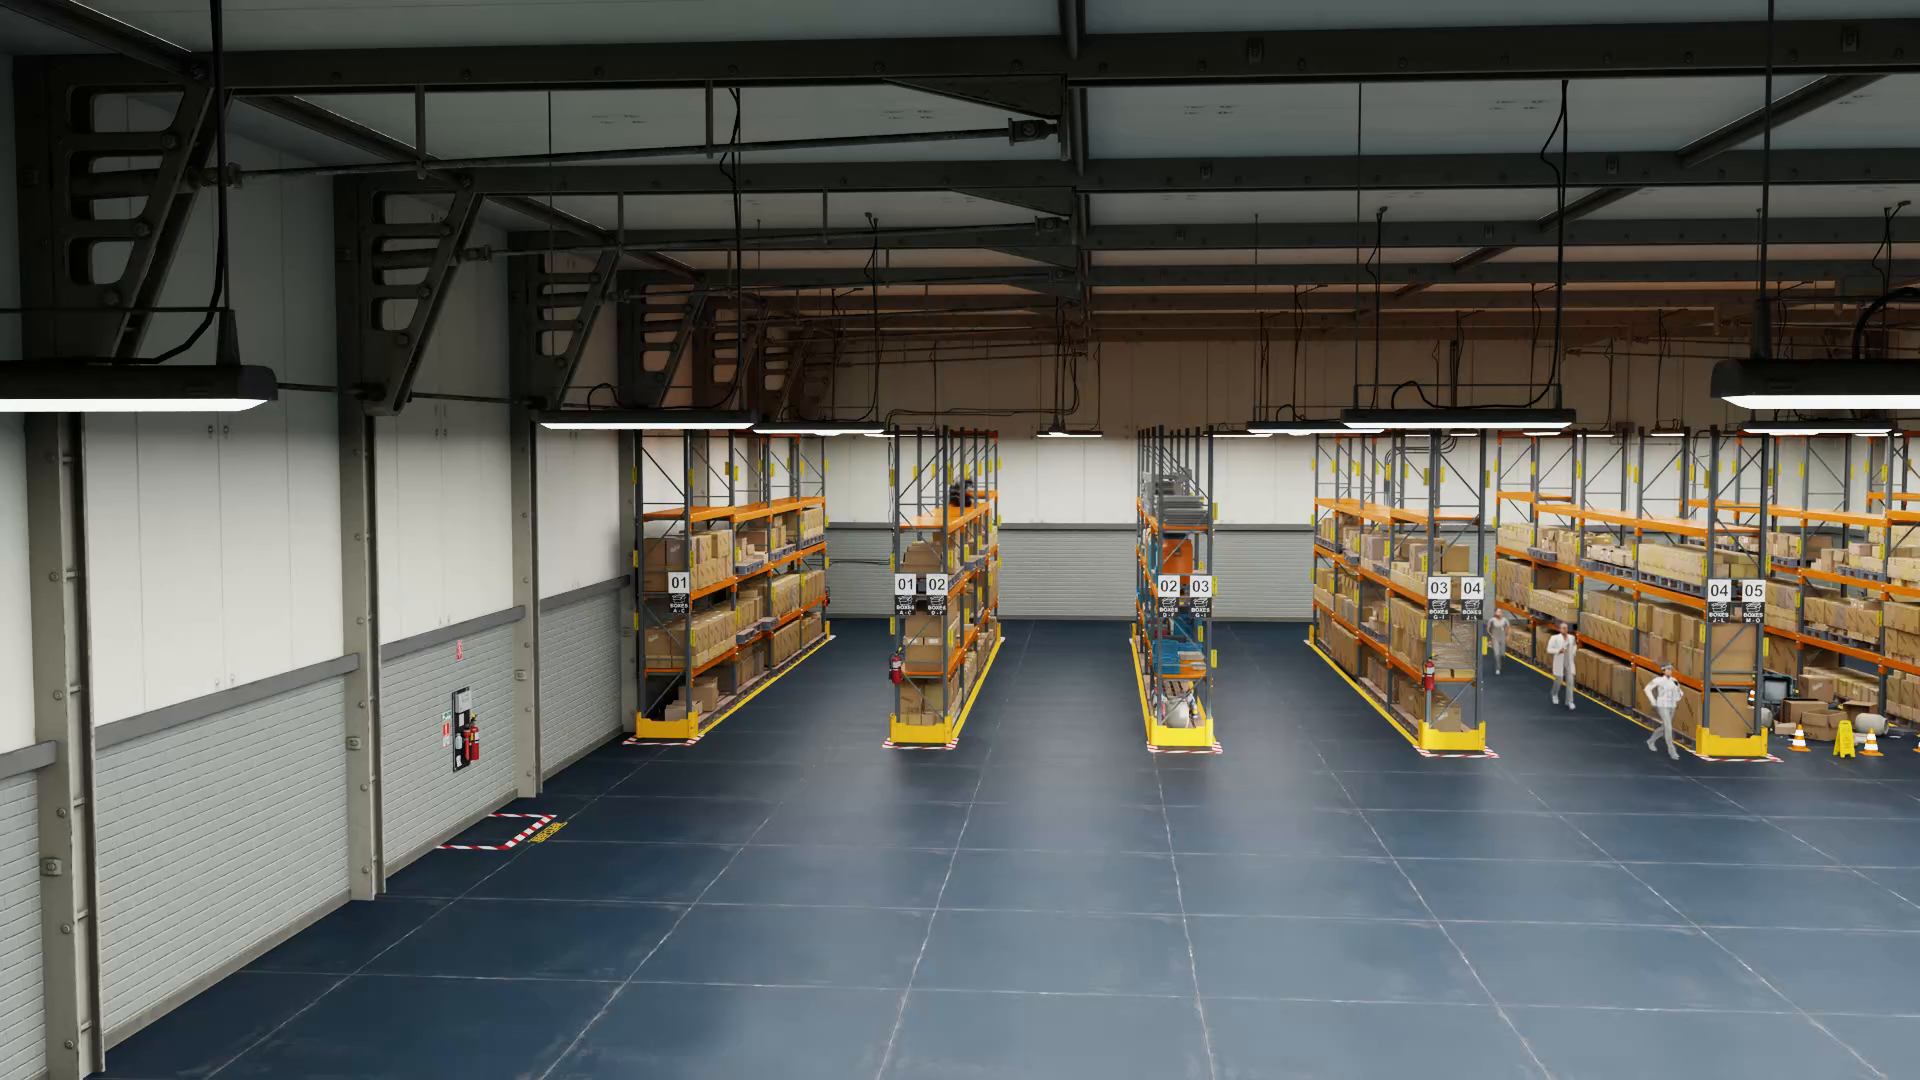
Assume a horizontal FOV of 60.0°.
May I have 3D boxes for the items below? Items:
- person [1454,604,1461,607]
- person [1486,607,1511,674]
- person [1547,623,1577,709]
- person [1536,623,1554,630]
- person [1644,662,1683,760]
[{"bbox_3d":[14.146,2.043,47.139,0.914,1.742,0.793,-2,4,-32],"label":"person"},{"bbox_3d":[13.234,2.457,40.889,0.590,1.633,0.642,0,3,8],"label":"person"},{"bbox_3d":[12.896,2.659,35.529,0.710,1.770,1.001,0,3,0],"label":"person"},{"bbox_3d":[16.445,2.064,46.892,0.722,1.681,0.905,-2,4,-29],"label":"person"},{"bbox_3d":[12.822,3.061,30.156,0.649,1.717,0.871,-1,4,-23],"label":"person"}]
